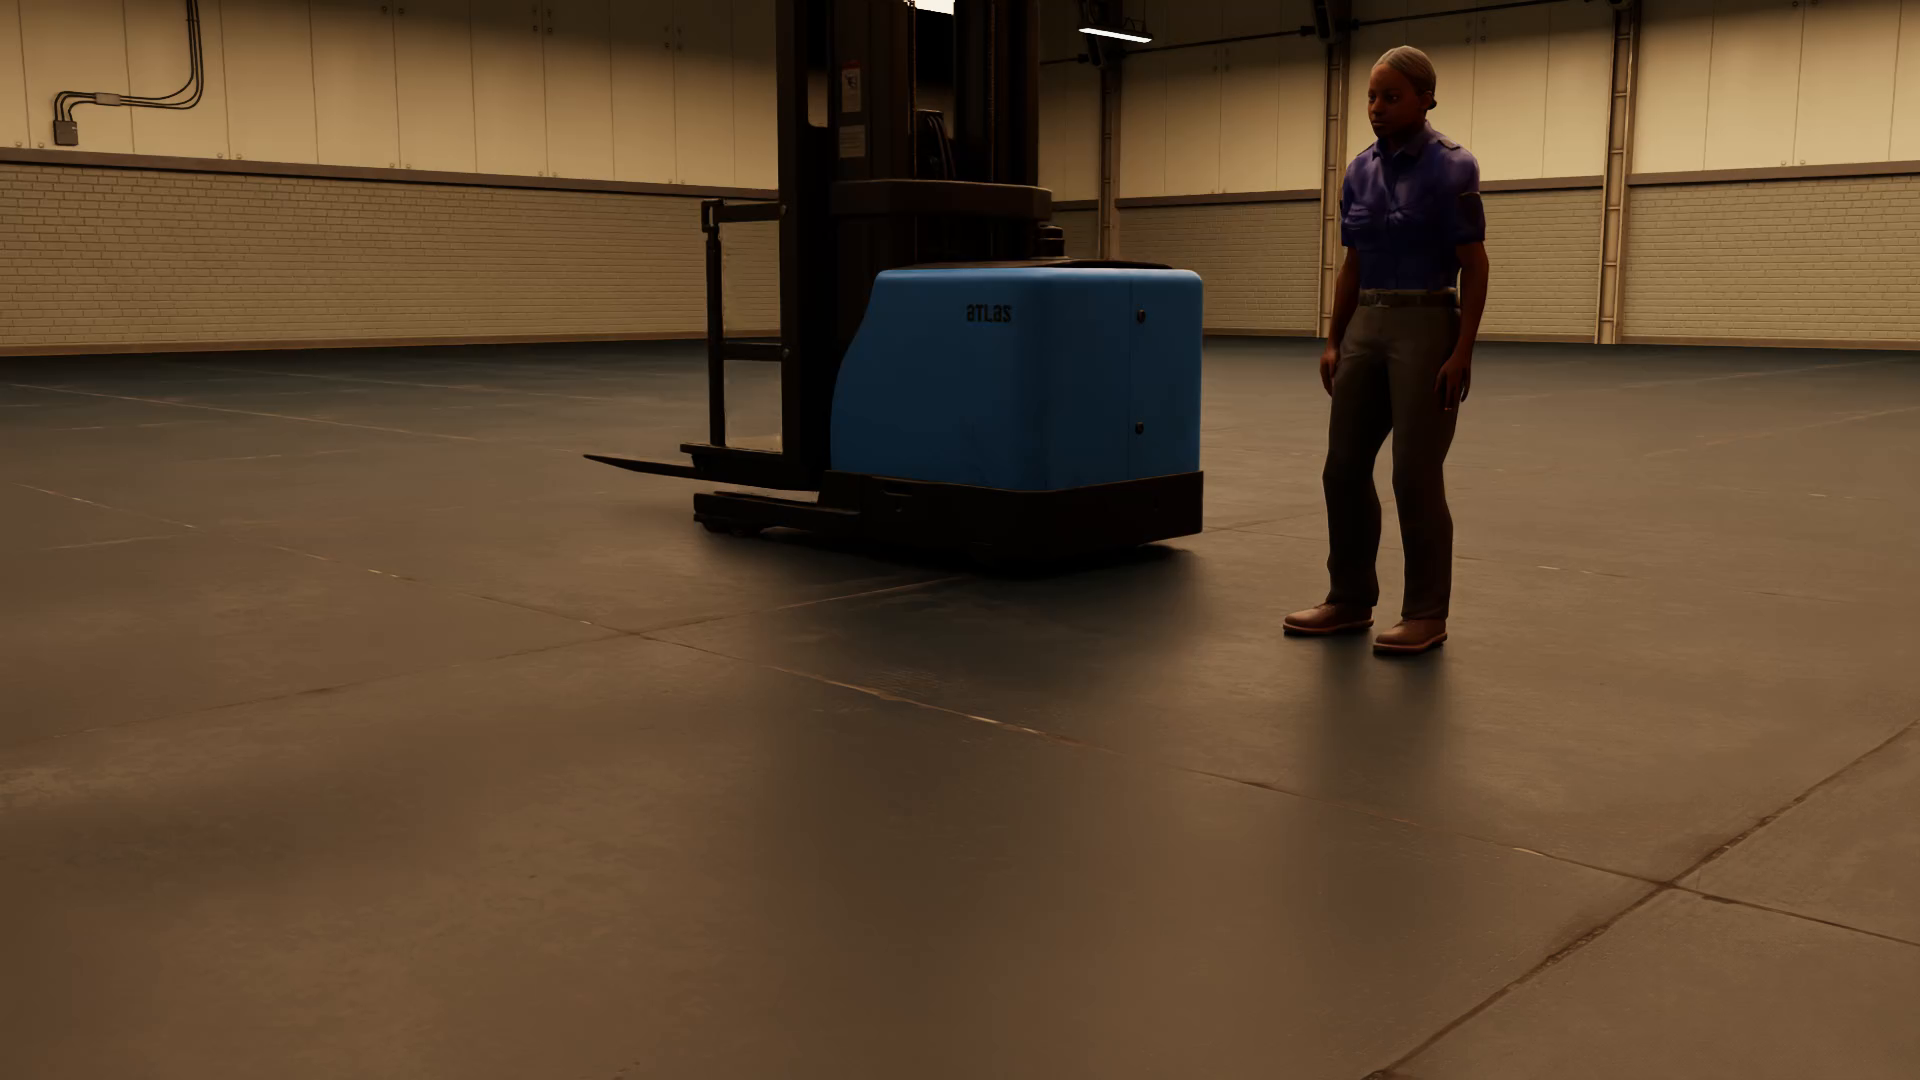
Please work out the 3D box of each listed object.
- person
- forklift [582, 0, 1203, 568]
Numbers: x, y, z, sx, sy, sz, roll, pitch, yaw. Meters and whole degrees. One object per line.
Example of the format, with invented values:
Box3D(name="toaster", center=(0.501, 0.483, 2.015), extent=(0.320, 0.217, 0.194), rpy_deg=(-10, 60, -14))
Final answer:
Box3D(name="person", center=(1.223, -0.529, 4.685), extent=(0.349, 1.653, 0.529), rpy_deg=(-6, 11, -37))
Box3D(name="forklift", center=(-0.474, -1.513, 6.922), extent=(3.031, 2.935, 1.130), rpy_deg=(8, 12, 43))
